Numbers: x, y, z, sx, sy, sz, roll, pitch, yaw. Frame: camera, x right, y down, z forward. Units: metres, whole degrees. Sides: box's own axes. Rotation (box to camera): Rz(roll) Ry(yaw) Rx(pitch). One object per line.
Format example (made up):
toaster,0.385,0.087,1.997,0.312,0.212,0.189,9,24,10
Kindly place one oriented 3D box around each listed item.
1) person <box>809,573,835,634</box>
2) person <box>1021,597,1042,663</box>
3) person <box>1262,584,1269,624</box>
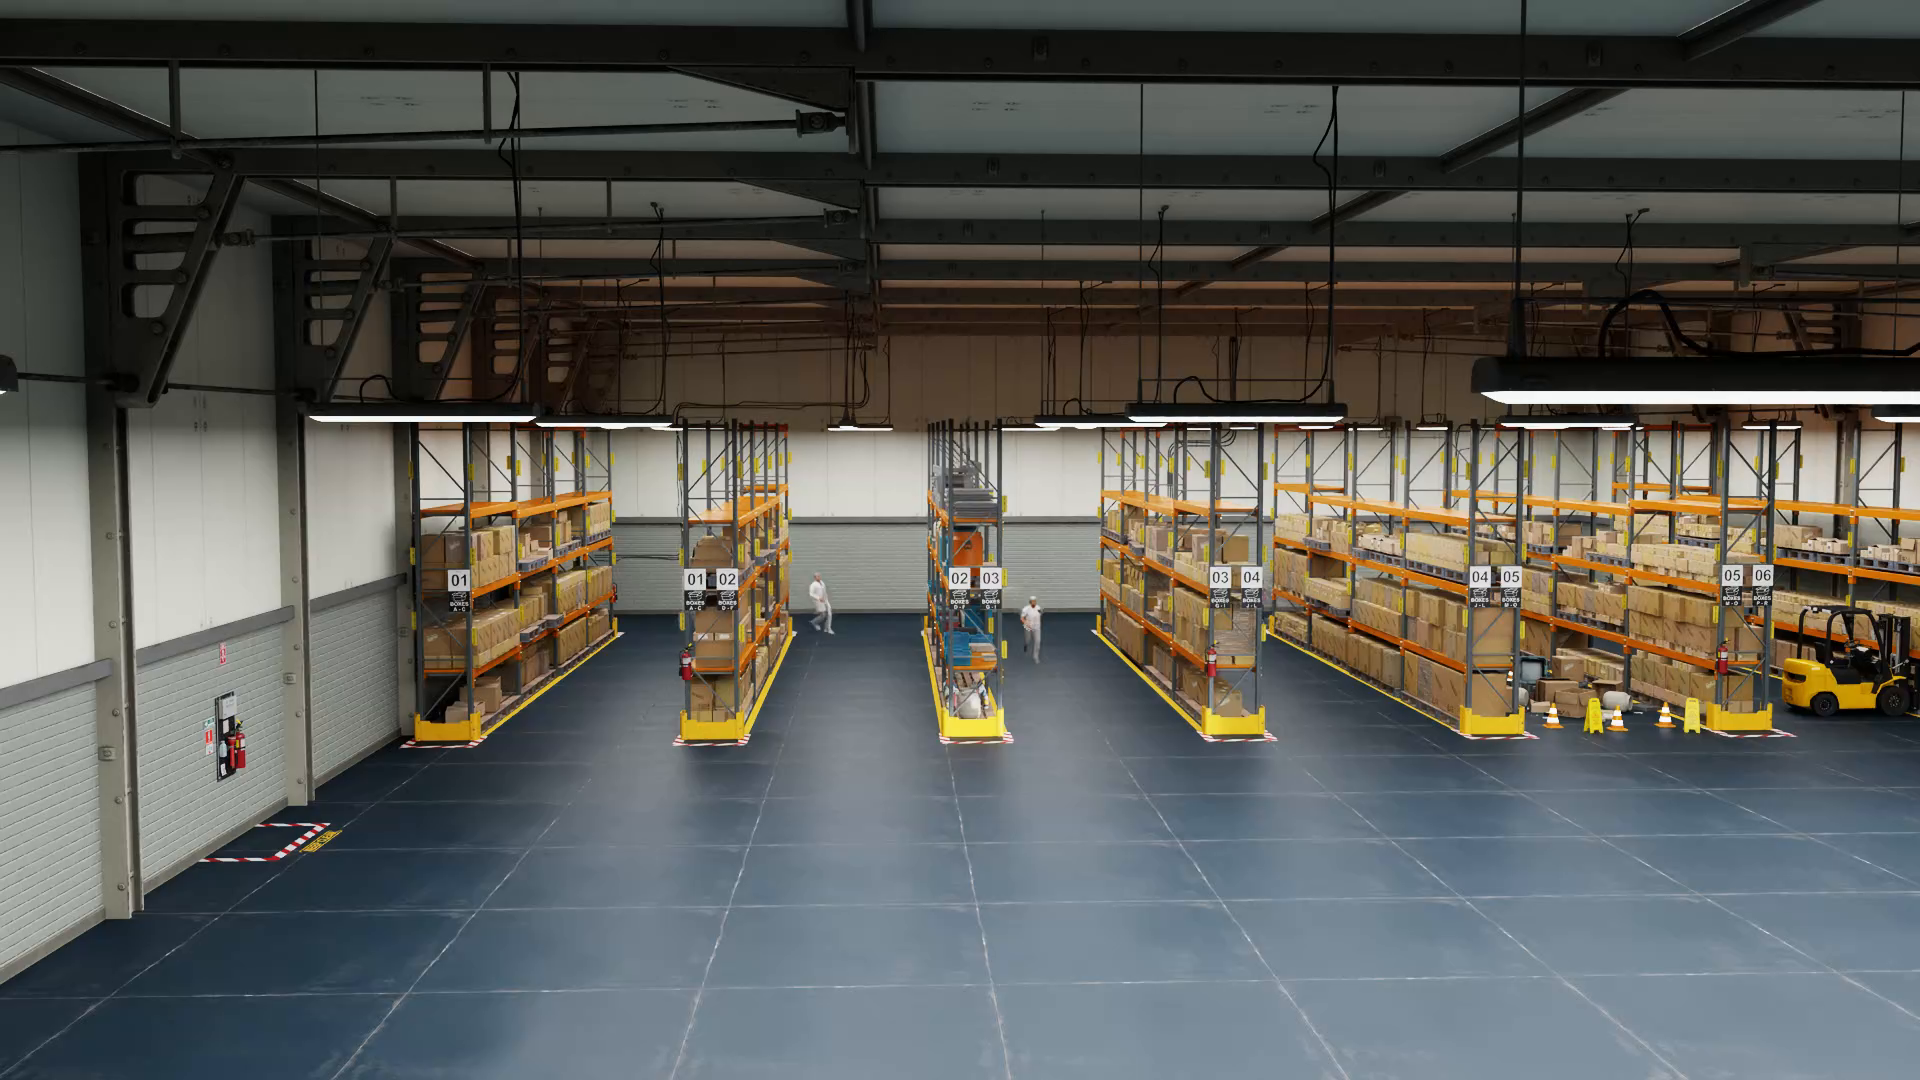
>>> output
person,-4.002,1.817,47.632,0.805,1.754,0.757,3,5,36
person,1.812,2.250,41.878,0.587,1.661,0.981,-1,4,-9
person,8.792,1.834,48.977,0.664,1.548,0.672,-1,4,-16
